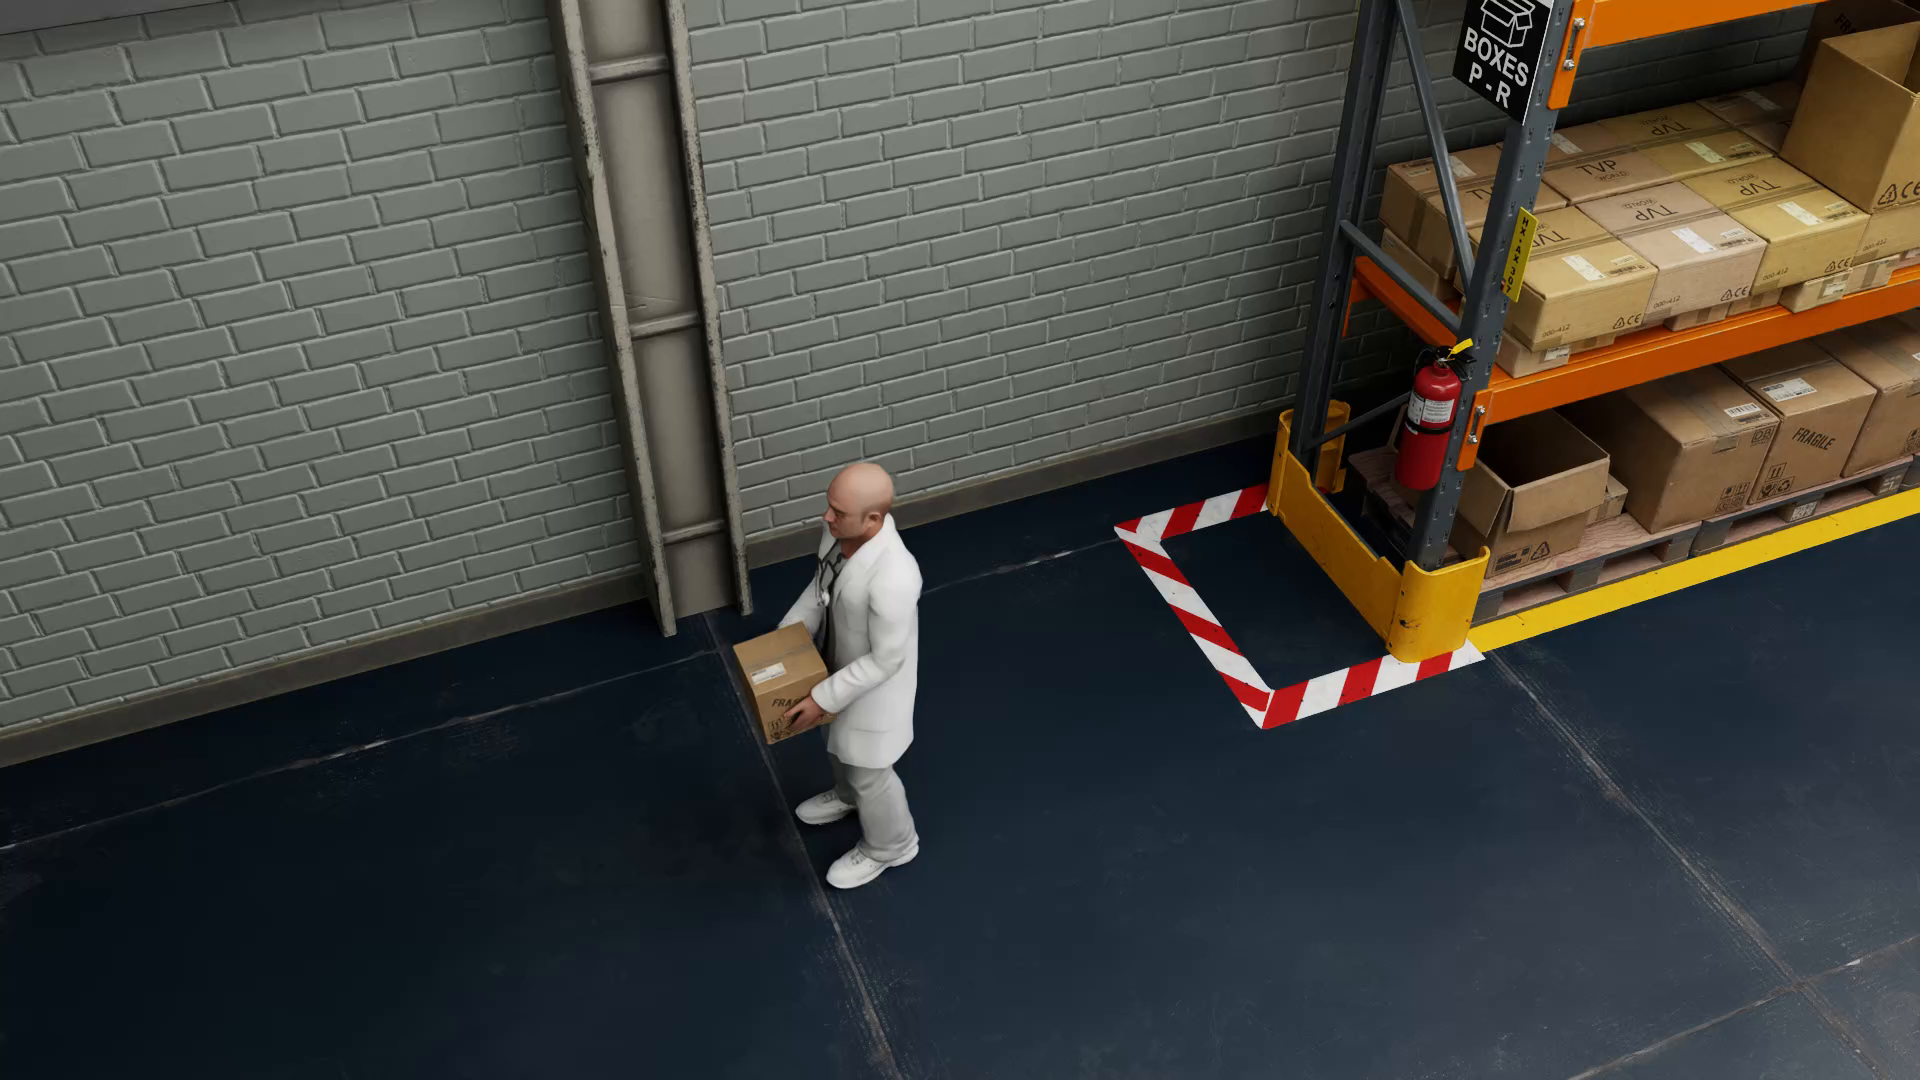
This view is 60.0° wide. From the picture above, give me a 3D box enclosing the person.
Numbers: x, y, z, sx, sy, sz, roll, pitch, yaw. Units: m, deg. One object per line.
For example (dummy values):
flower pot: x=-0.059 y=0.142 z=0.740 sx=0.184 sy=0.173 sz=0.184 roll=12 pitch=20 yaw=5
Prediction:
person: x=-0.342 y=0.473 z=5.630 sx=0.418 sy=1.775 sz=0.656 roll=-17 pitch=44 yaw=-19
